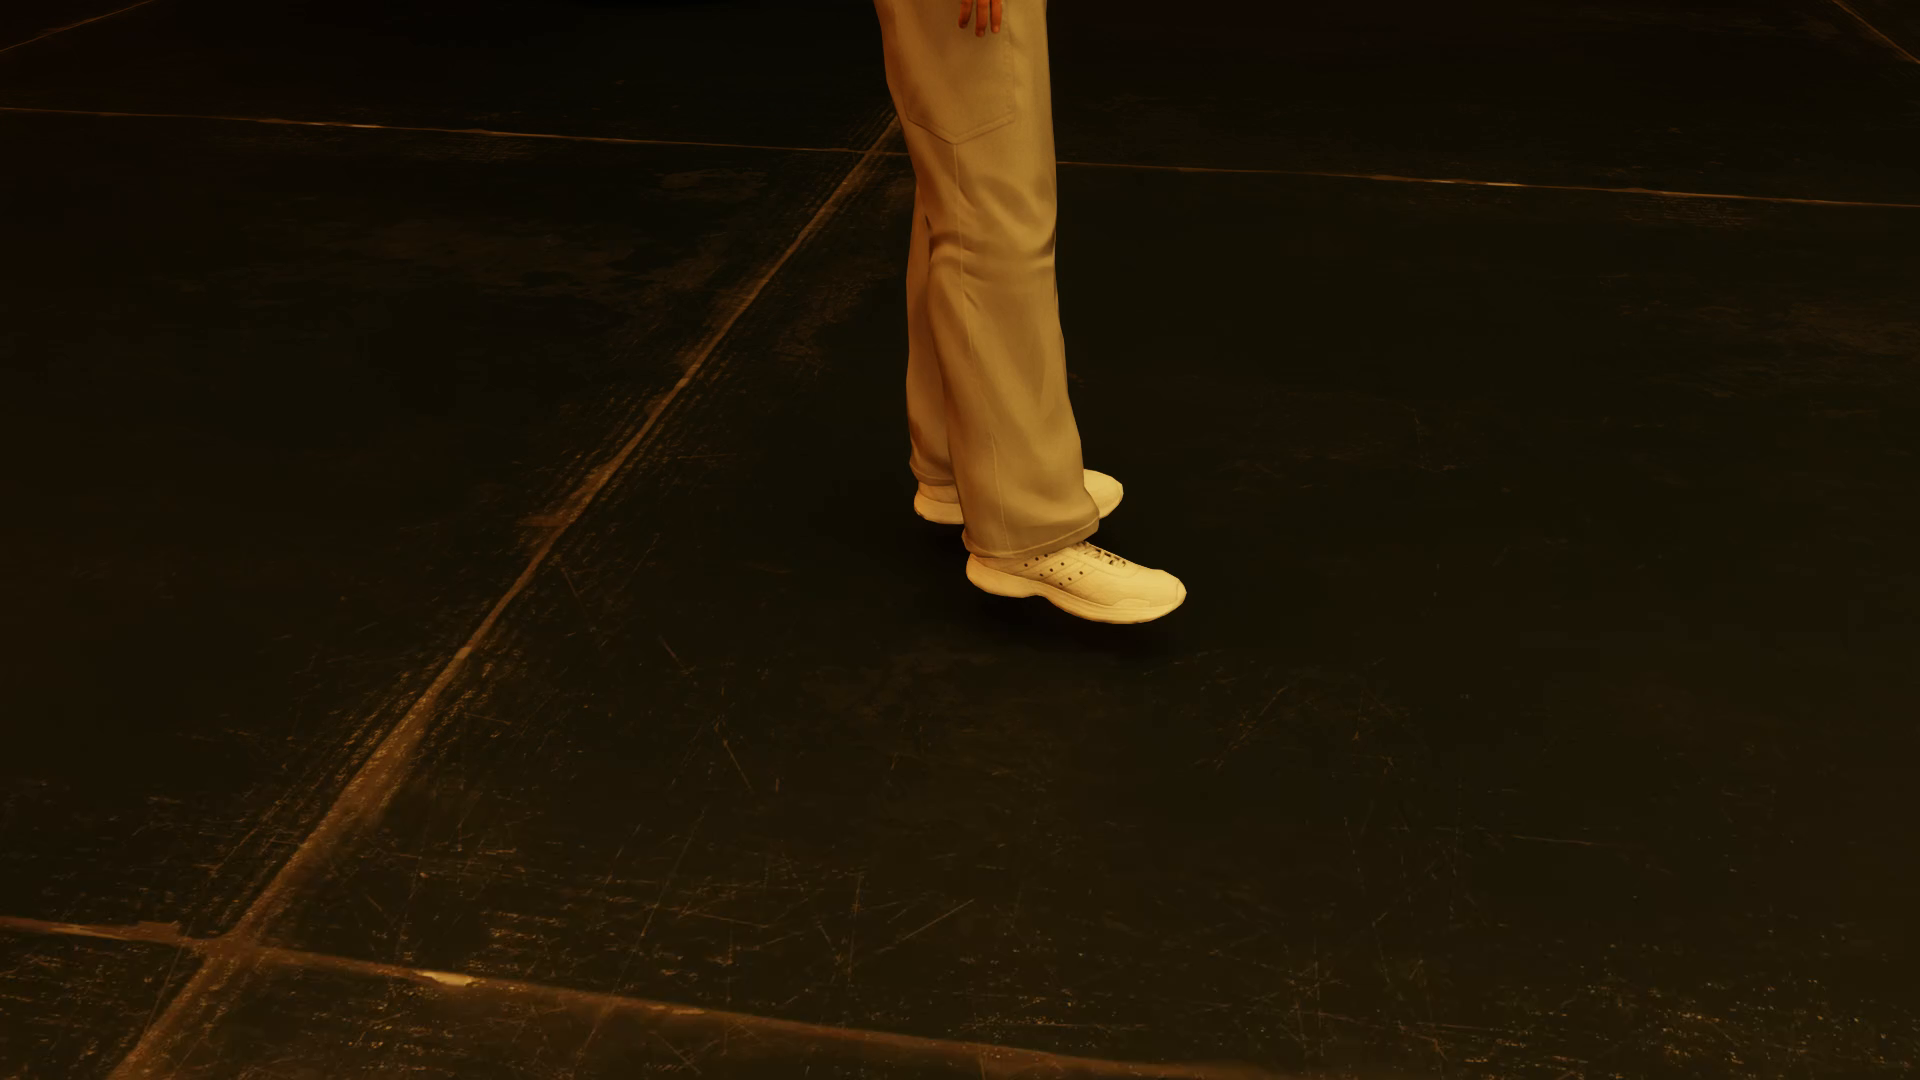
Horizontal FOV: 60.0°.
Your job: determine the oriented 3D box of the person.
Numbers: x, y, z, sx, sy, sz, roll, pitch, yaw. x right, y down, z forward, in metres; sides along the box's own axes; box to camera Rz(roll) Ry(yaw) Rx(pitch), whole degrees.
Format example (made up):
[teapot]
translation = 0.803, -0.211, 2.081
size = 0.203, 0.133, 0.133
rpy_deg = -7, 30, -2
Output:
[person]
translation = 0.070, -0.762, 2.047
size = 0.547, 1.673, 0.549
rpy_deg = 5, 29, 9
